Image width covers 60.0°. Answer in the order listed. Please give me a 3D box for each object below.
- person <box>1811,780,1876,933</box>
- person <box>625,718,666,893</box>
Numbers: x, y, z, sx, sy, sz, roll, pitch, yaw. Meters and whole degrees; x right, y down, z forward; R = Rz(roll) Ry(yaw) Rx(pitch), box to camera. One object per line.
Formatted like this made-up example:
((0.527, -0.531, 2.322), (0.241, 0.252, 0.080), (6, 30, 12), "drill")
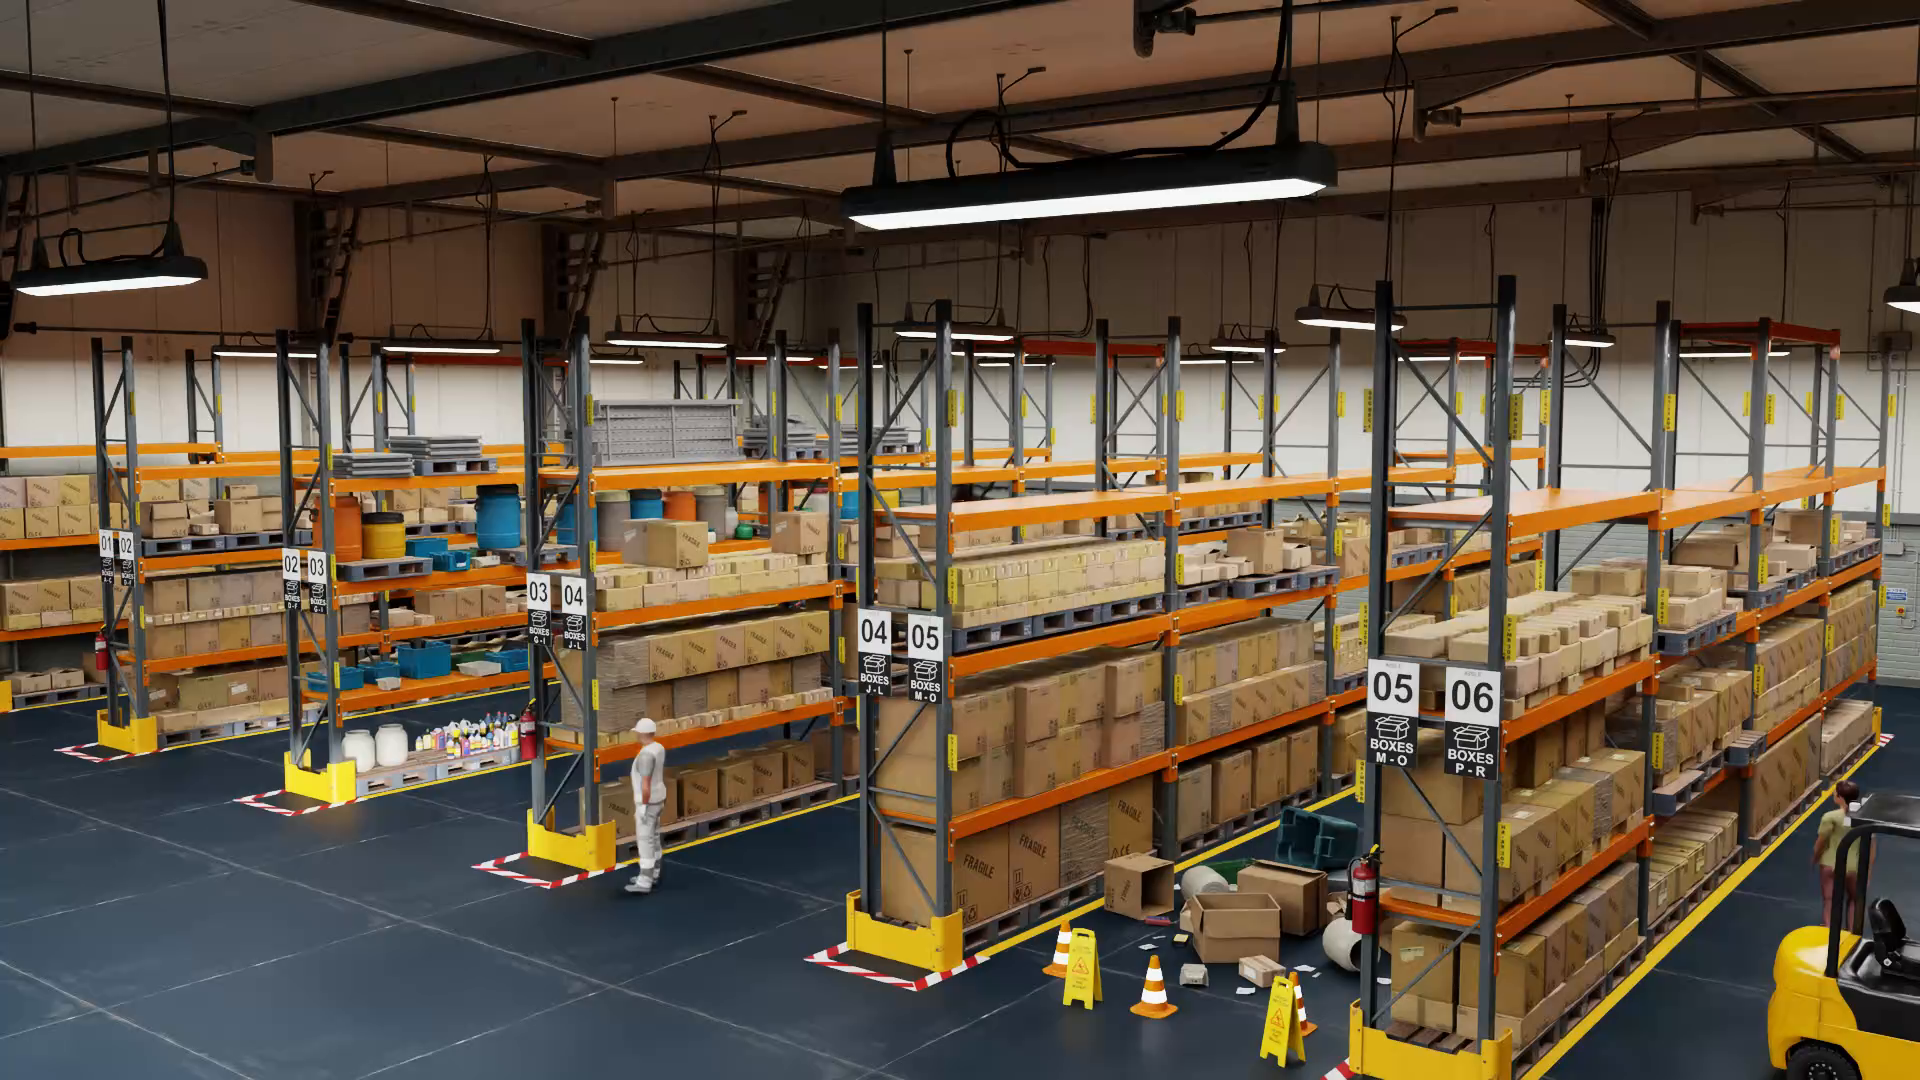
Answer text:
((8.026, 3.011, 15.134), (0.525, 1.693, 0.676), (3, 6, 34), "person")
((-3.295, 2.751, 17.400), (0.421, 1.791, 0.591), (0, 5, 4), "person")
